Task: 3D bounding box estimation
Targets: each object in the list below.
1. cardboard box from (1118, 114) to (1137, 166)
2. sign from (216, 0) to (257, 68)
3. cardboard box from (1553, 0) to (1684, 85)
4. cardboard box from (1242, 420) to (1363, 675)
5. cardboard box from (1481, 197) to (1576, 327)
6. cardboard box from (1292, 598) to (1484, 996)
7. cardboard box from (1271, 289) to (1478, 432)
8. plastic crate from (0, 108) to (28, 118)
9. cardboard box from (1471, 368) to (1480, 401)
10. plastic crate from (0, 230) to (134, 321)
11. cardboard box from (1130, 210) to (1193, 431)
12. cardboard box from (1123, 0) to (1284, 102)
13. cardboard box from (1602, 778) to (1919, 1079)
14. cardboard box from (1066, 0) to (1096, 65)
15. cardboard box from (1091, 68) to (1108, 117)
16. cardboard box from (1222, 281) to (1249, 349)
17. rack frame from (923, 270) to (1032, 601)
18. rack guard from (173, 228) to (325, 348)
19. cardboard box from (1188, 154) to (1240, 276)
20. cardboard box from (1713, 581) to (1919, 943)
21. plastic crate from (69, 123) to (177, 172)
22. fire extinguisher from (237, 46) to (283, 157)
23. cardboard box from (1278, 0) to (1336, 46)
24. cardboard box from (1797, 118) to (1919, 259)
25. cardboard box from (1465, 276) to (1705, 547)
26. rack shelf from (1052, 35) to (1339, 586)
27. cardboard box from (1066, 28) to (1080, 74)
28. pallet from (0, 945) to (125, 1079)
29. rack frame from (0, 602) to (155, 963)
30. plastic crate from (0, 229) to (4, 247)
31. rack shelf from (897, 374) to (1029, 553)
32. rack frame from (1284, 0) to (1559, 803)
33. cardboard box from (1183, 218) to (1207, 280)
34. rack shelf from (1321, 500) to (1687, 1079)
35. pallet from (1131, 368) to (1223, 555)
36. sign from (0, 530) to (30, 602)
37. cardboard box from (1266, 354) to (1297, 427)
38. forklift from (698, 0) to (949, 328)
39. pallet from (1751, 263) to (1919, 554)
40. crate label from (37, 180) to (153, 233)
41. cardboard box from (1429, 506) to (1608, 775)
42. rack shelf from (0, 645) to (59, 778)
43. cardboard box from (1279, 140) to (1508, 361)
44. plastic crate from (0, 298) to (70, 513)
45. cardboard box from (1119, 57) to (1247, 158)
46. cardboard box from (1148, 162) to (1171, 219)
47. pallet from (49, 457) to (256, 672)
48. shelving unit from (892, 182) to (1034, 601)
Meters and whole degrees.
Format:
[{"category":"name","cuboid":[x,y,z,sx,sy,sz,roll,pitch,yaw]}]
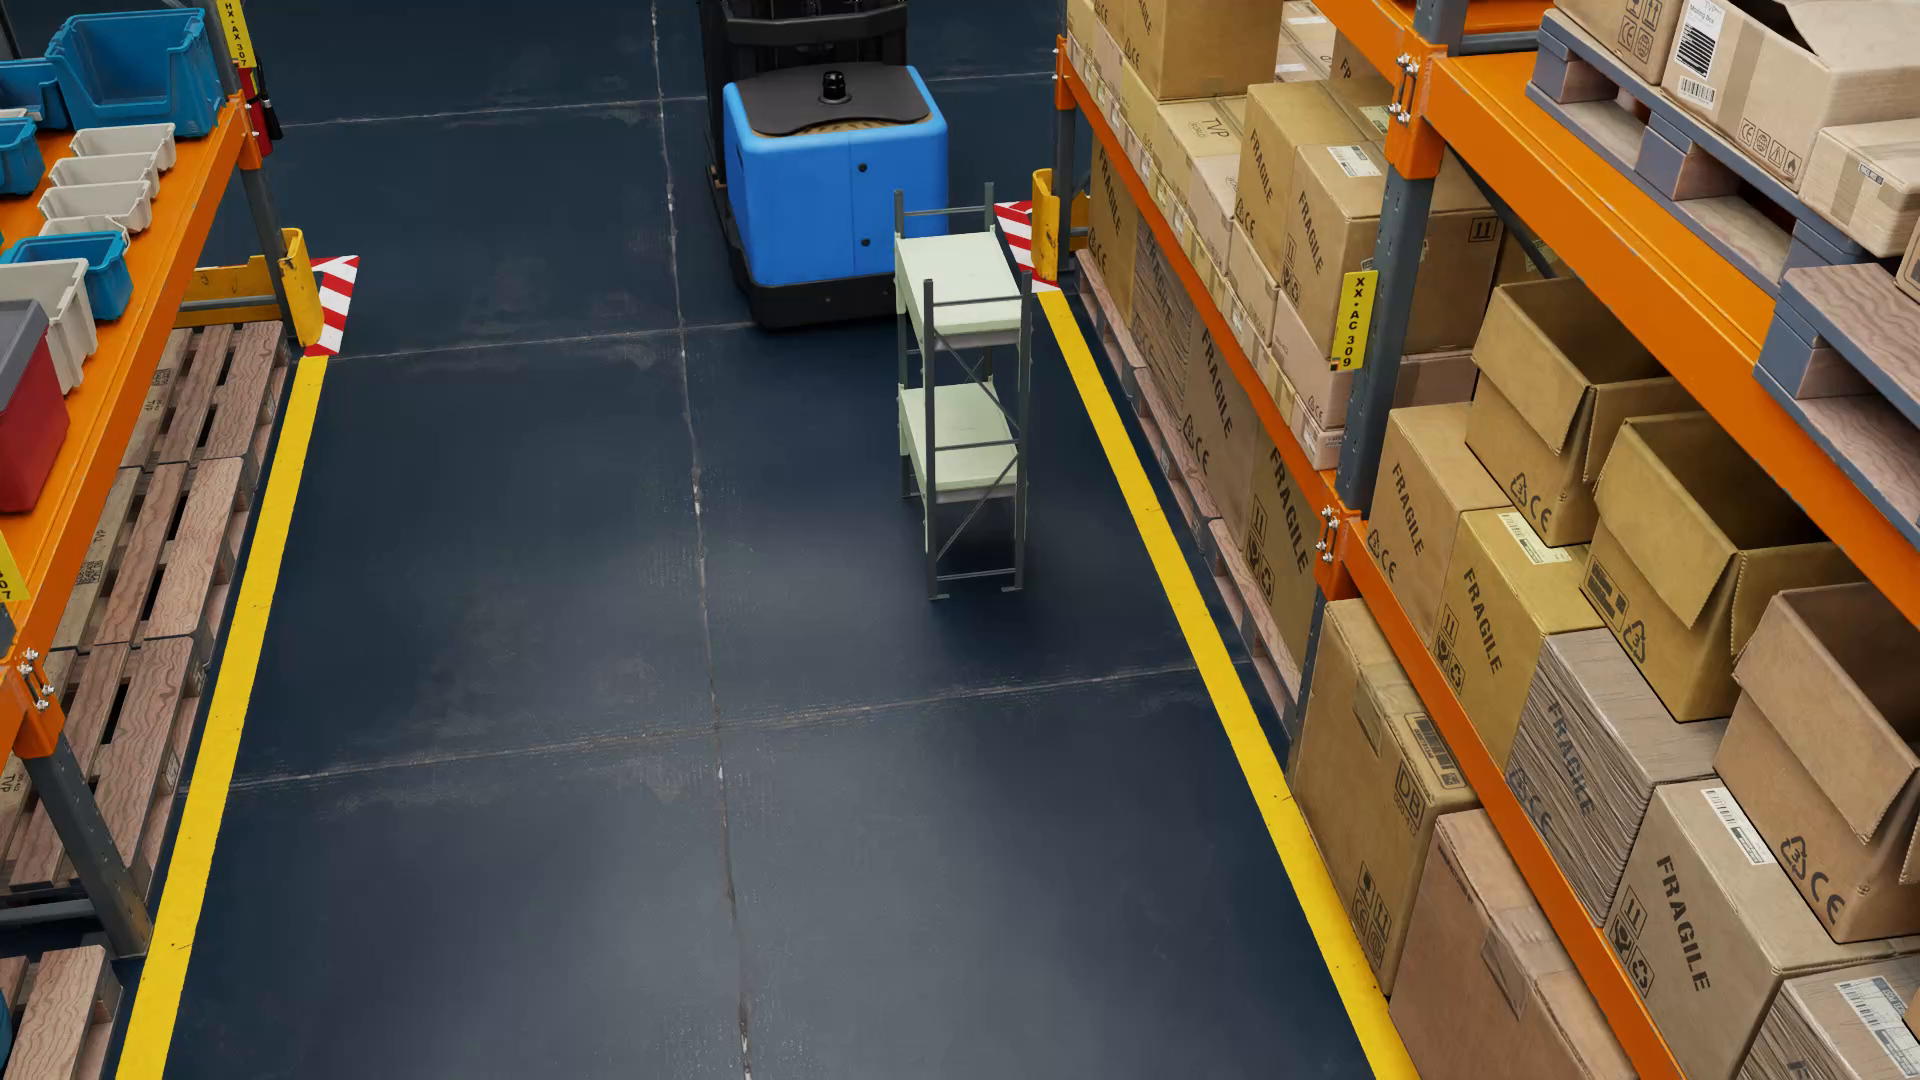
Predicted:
[{"category":"cardboard box","cuboid":[0.913,-1.771,7.290,0.380,0.149,0.250,-7,38,-9]},{"category":"sign","cuboid":[-3.344,-2.342,7.686,0.100,0.325,0.005,-6,38,-8]},{"category":"cardboard box","cuboid":[1.807,-1.366,3.694,0.700,0.500,0.500,-5,38,-7]},{"category":"cardboard box","cuboid":[1.658,-0.059,6.271,0.875,0.875,0.875,-6,38,-8]},{"category":"cardboard box","cuboid":[1.863,-0.996,5.356,0.500,0.500,0.500,-6,38,-8]},{"category":"cardboard box","cuboid":[1.827,0.733,5.252,1.225,0.875,0.875,-6,38,-8]},{"category":"cardboard box","cuboid":[1.359,-0.622,5.485,0.500,0.250,0.500,-7,38,-9]},{"category":"plastic crate","cuboid":[-4.189,-1.741,7.212,0.250,0.136,0.298,-6,38,-8]},{"category":"cardboard box","cuboid":[1.871,-0.695,5.580,0.500,0.250,0.500,-7,38,-9]},{"category":"plastic crate","cuboid":[-3.270,-0.953,6.119,0.416,0.233,0.300,-6,38,-8]},{"category":"cardboard box","cuboid":[1.344,-1.140,7.662,0.875,0.875,0.875,-6,38,-8]},{"category":"cardboard box","cuboid":[0.997,-2.162,6.857,0.500,0.500,0.500,-7,38,-9]},{"category":"cardboard box","cuboid":[1.802,0.858,3.620,0.500,0.500,0.500,-6,38,-7]},{"category":"cardboard box","cuboid":[0.812,-2.480,7.877,0.500,0.250,0.500,-7,38,-9]},{"category":"cardboard box","cuboid":[0.823,-2.083,7.690,0.380,0.149,0.250,-7,38,-9]},{"category":"cardboard box","cuboid":[1.184,-0.841,6.092,0.380,0.149,0.250,-6,38,-7]},{"category":"rack frame","cuboid":[0.065,-0.367,6.500,0.400,1.500,0.023,-6,38,-8]},{"category":"rack guard","cuboid":[-3.899,-1.234,8.431,1.175,0.500,0.348,-6,38,-8]},{"category":"cardboard box","cuboid":[1.176,-1.242,6.284,0.500,0.250,0.500,-5,38,-7]},{"category":"cardboard box","cuboid":[2.048,0.414,3.373,0.797,0.503,0.637,-5,38,-6]},{"category":"plastic crate","cuboid":[-3.561,-1.655,7.101,0.396,0.136,0.243,-6,38,-8]},{"category":"fire extinguisher","cuboid":[-3.461,-2.171,7.966,0.296,0.674,0.183,-6,38,-8]},{"category":"cardboard box","cuboid":[1.428,-2.229,7.554,0.500,0.250,0.500,-7,38,-9]},{"category":"cardboard box","cuboid":[1.808,-0.661,3.073,0.380,0.149,0.250,-8,39,-10]},{"category":"cardboard box","cuboid":[1.815,-0.376,4.390,0.797,0.503,0.637,-7,38,-9]},{"category":"rack shelf","cuboid":[1.344,-1.249,6.999,1.077,0.370,4.000,-6,38,-8]},{"category":"cardboard box","cuboid":[0.731,-2.392,8.089,0.380,0.149,0.250,-6,38,-7]},{"category":"pallet","cuboid":[-3.087,1.779,4.788,1.003,0.211,1.213,-6,38,-8]},{"category":"rack frame","cuboid":[-3.181,0.208,4.538,1.000,3.000,0.127,-6,38,-8]},{"category":"plastic crate","cuboid":[-3.932,-1.186,6.419,0.416,0.233,0.300,-6,38,-8]},{"category":"rack shelf","cuboid":[0.001,-0.331,6.985,0.431,0.370,0.720,-6,38,-8]},{"category":"rack frame","cuboid":[1.695,-0.325,5.223,1.000,3.000,0.127,-6,38,-8]},{"category":"cardboard box","cuboid":[1.093,-1.151,6.491,0.380,0.149,0.250,-7,38,-9]},{"category":"rack shelf","cuboid":[2.046,1.167,3.889,1.077,0.370,4.000,-6,38,-8]},{"category":"pallet","cuboid":[1.422,-0.430,7.631,1.003,0.211,1.213,-6,38,-8]},{"category":"sign","cuboid":[-2.639,0.040,4.527,0.100,0.325,0.005,-6,38,-8]},{"category":"cardboard box","cuboid":[1.274,-0.531,5.693,0.380,0.149,0.250,-6,38,-7]},{"category":"forklift","cuboid":[-0.890,-3.152,8.918,1.130,2.935,3.031,-9,39,-11]},{"category":"pallet","cuboid":[2.032,-0.077,2.614,1.003,0.211,1.213,-5,38,-6]},{"category":"crate label","cuboid":[-3.452,-1.313,6.661,0.396,0.136,0.243,-6,38,-8]},{"category":"cardboard box","cuboid":[1.619,0.244,4.410,0.500,0.500,0.500,-6,38,-8]},{"category":"rack shelf","cuboid":[-2.831,1.700,3.203,1.077,0.370,4.000,-6,38,-8]},{"category":"cardboard box","cuboid":[1.351,-0.928,5.268,0.500,0.500,0.500,-5,38,-7]},{"category":"plastic crate","cuboid":[-3.091,-0.408,5.229,0.402,0.464,0.583,-6,38,-8]},{"category":"cardboard box","cuboid":[0.994,-1.863,7.083,0.500,0.250,0.500,-7,38,-9]},{"category":"cardboard box","cuboid":[1.002,-1.463,6.893,0.380,0.149,0.250,-7,38,-9]},{"category":"pallet","cuboid":[-3.566,0.130,6.910,1.003,0.211,1.213,-6,38,-8]},{"category":"shelving unit","cuboid":[0.001,-0.588,6.785,0.431,1.500,0.755,-6,38,-8]}]
